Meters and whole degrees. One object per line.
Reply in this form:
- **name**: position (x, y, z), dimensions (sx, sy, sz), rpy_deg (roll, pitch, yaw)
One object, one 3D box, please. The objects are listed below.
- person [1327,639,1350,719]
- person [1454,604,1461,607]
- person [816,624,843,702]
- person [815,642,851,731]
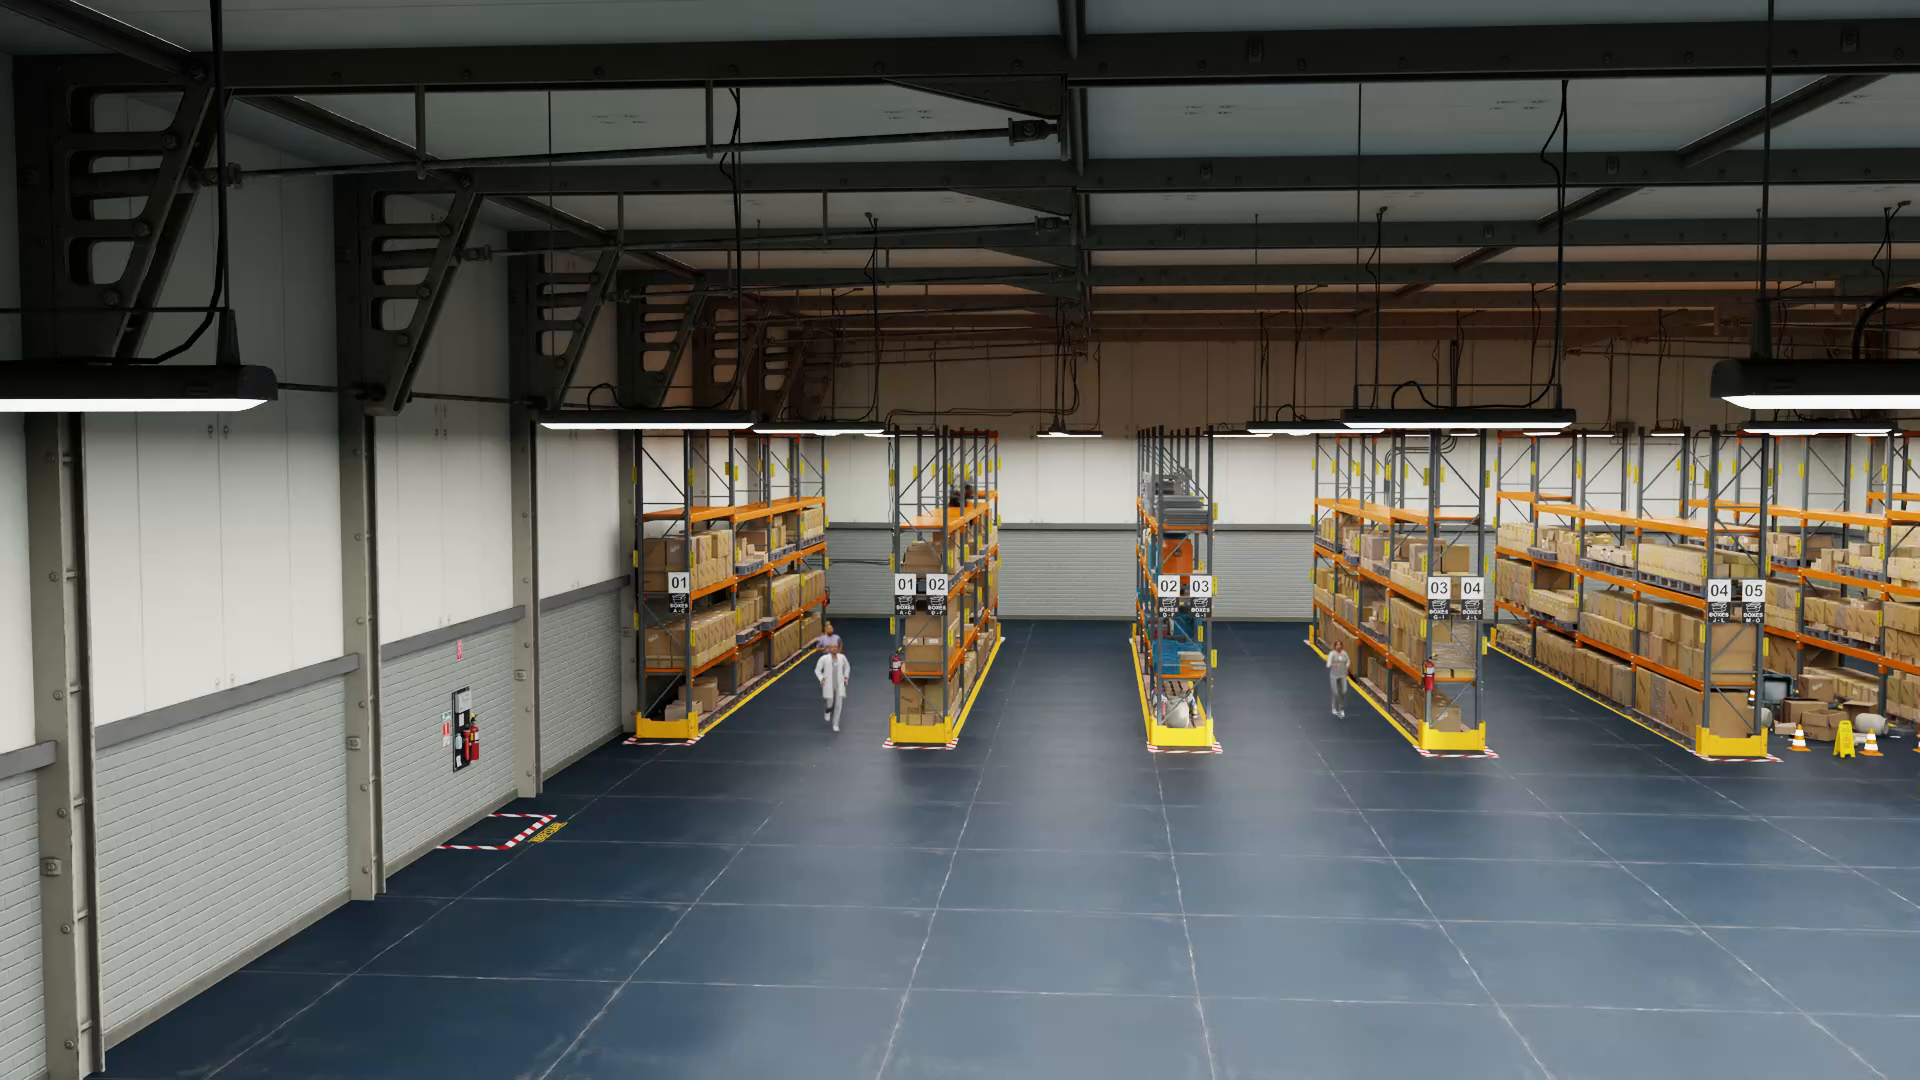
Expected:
- **person**: position (7.805, 2.866, 34.258), dimensions (0.514, 1.635, 0.660), rpy_deg (0, 3, 3)
- **person**: position (13.478, 2.188, 45.396), dimensions (0.626, 1.665, 0.886), rpy_deg (1, 4, 13)
- **person**: position (-2.864, 2.677, 36.536), dimensions (0.602, 1.625, 0.913), rpy_deg (0, 3, -6)
- **person**: position (-2.499, 2.878, 32.895), dimensions (0.723, 1.739, 0.799), rpy_deg (-1, 4, -15)
